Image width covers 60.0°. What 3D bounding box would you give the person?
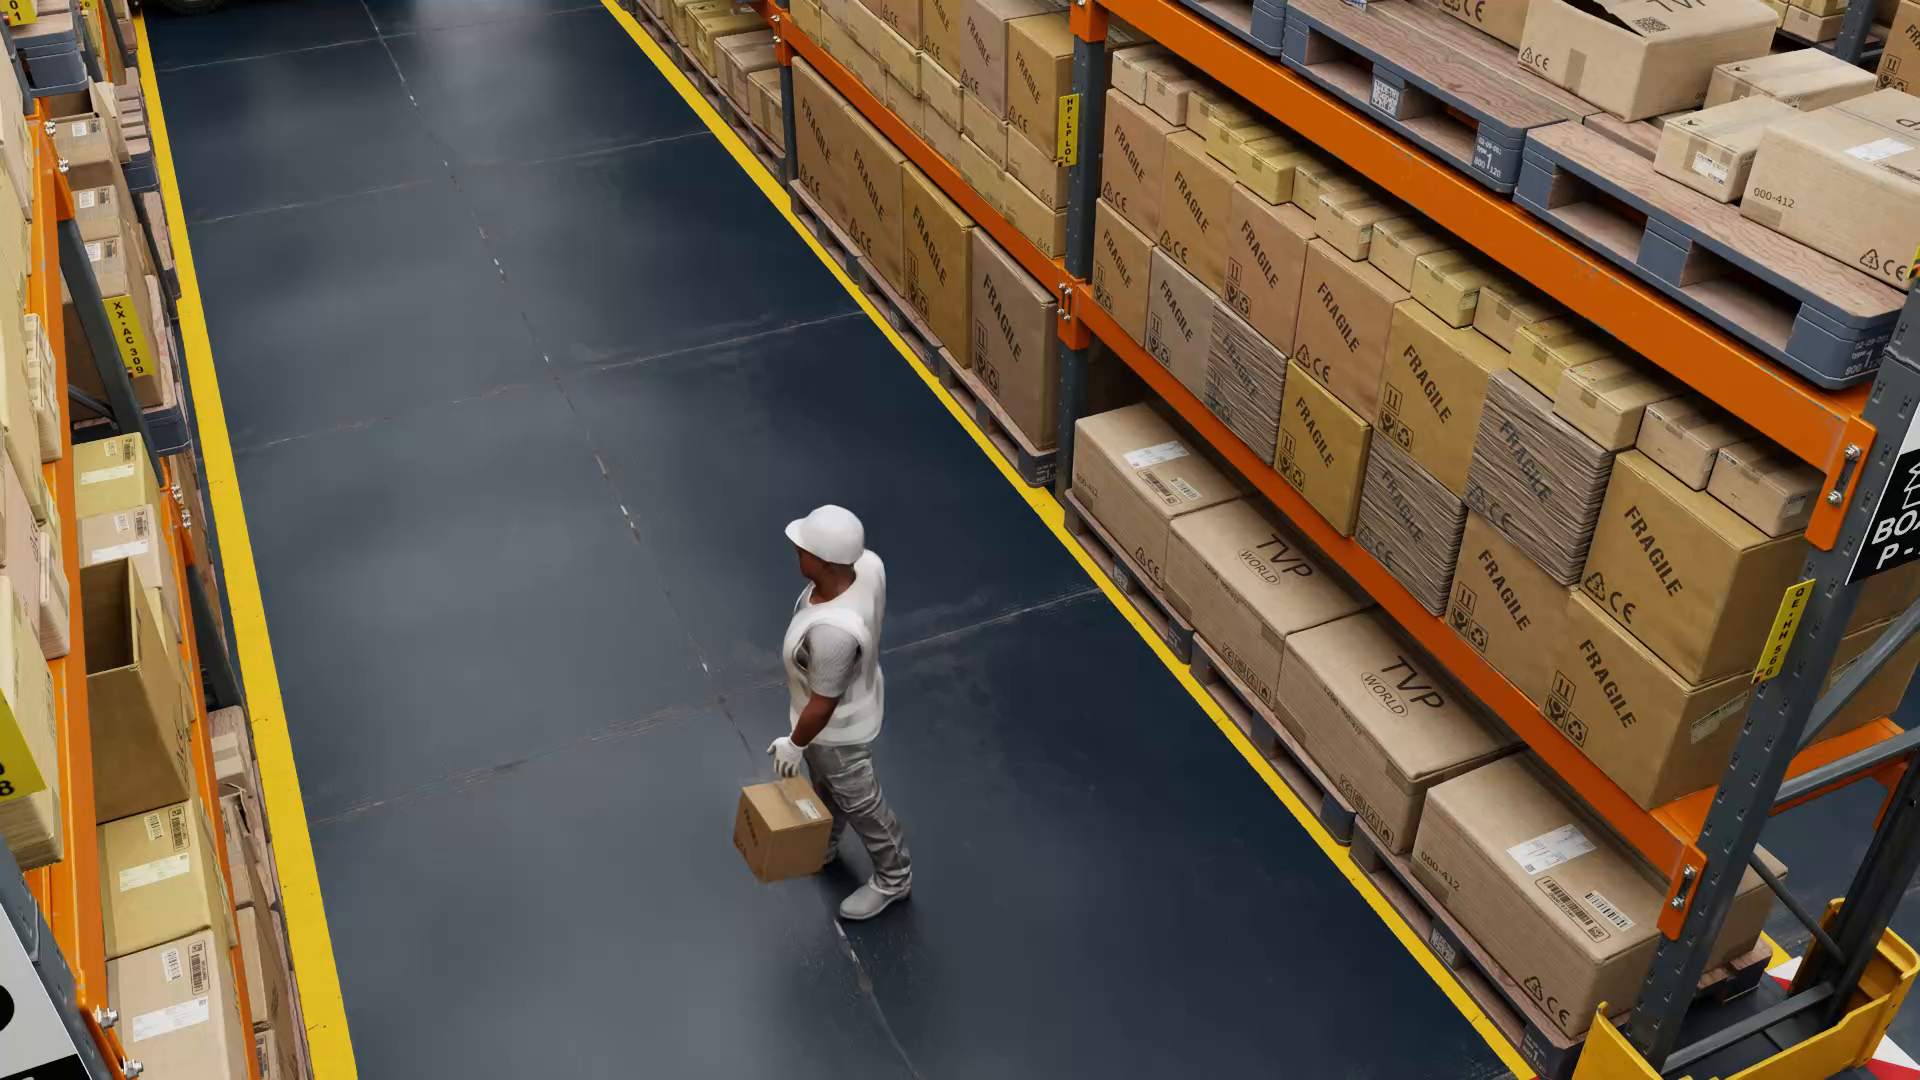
[{"bbox_3d":[-0.485,0.601,6.037,0.616,1.789,0.642,2,37,3],"label":"person"}]
